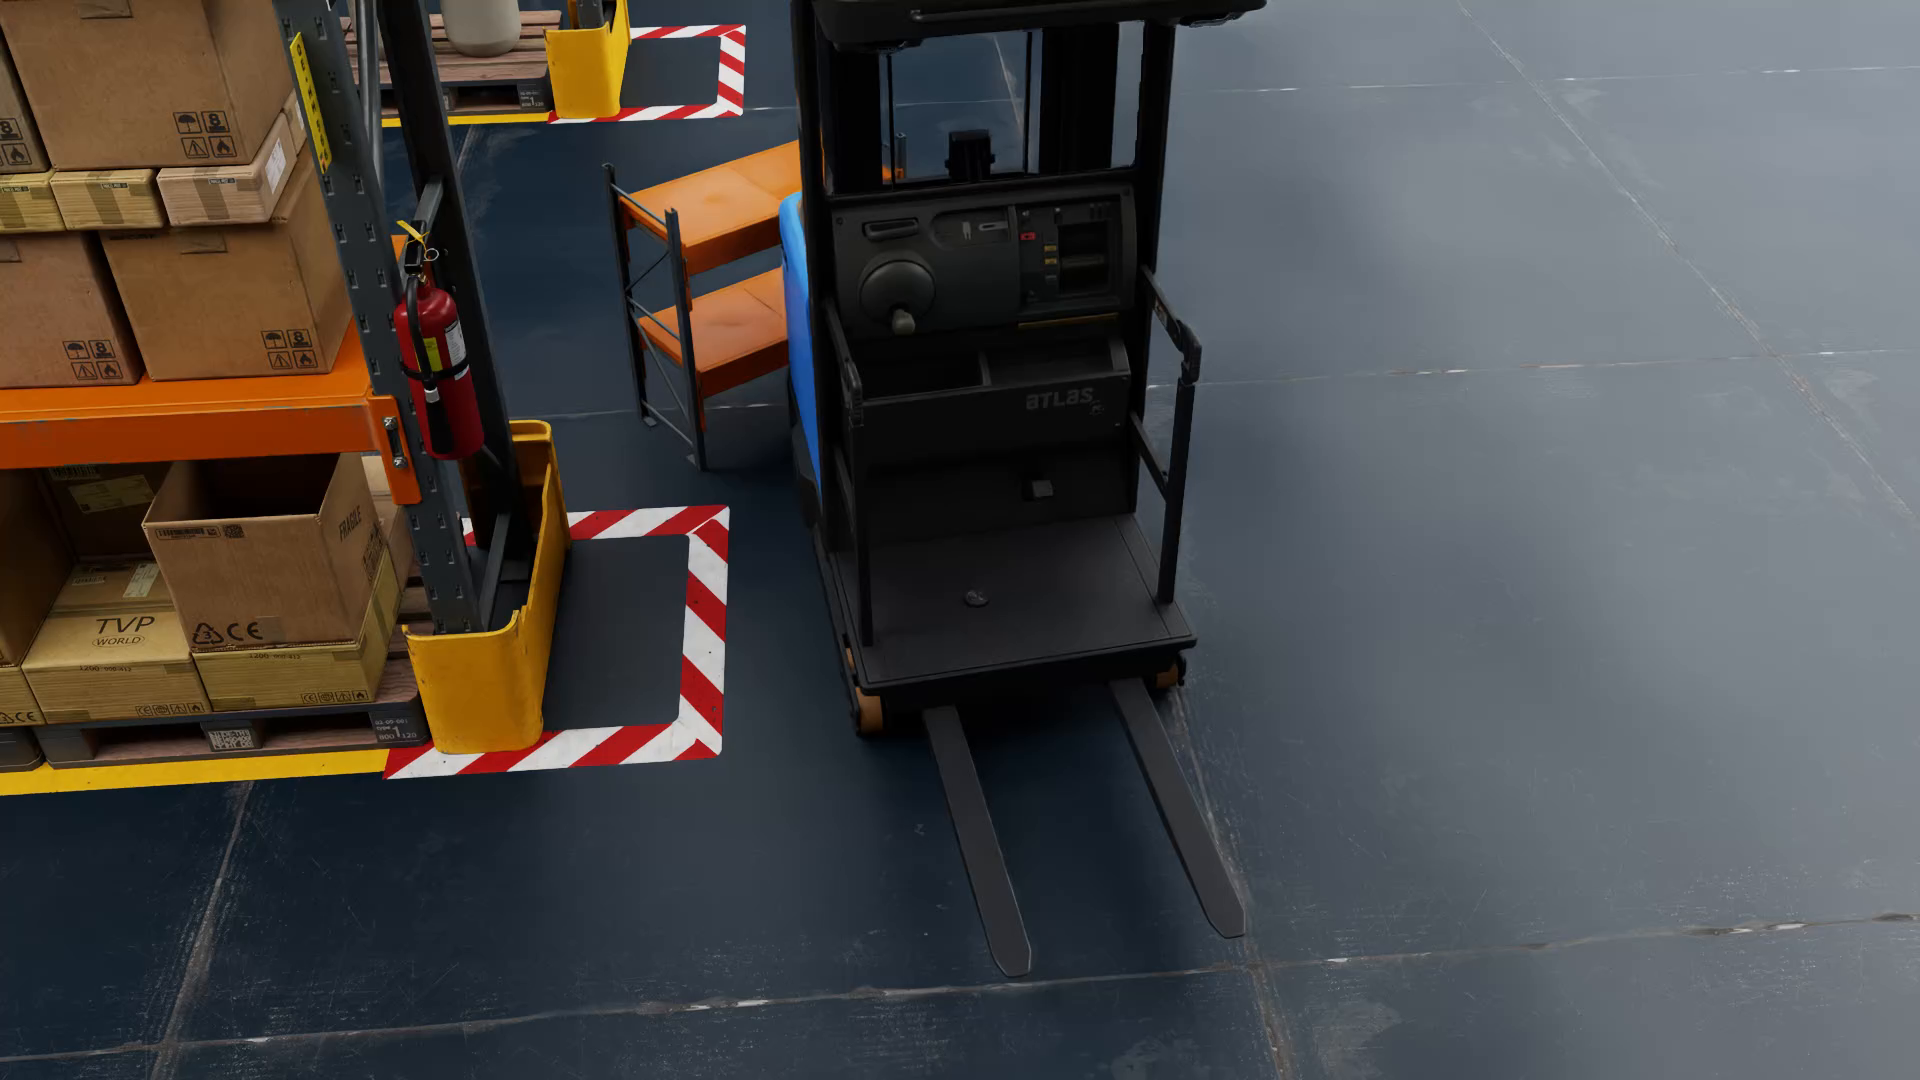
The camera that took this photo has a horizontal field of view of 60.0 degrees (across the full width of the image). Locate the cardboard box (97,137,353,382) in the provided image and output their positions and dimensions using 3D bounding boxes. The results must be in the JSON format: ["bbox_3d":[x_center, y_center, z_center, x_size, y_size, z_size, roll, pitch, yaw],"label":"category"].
[{"bbox_3d":[-2.078,-0.871,4.851,0.500,0.500,0.700,-3,38,-4],"label":"cardboard box"}]

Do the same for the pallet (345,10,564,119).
[{"bbox_3d":[-2.928,-2.736,9.548,1.213,0.211,1.003,-3,38,-4],"label":"pallet"}]

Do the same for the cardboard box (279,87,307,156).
[{"bbox_3d":[-2.022,-1.254,4.814,0.250,0.149,0.380,-3,38,-4],"label":"cardboard box"}]

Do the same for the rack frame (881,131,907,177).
[{"bbox_3d":[-0.376,-1.236,6.909,0.032,1.125,0.500,-26,45,-29],"label":"rack frame"}]

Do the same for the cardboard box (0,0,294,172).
[{"bbox_3d":[-2.130,-1.377,4.446,0.500,0.500,0.700,-3,38,-4],"label":"cardboard box"}]

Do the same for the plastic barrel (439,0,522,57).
[{"bbox_3d":[-2.695,-3.011,9.313,0.421,0.512,0.421,0,38,0],"label":"plastic barrel"}]

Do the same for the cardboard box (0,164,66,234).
[{"bbox_3d":[-2.491,-0.975,4.460,0.250,0.149,0.380,-4,38,-5],"label":"cardboard box"}]

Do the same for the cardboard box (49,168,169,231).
[{"bbox_3d":[-2.236,-0.989,4.478,0.250,0.149,0.380,-2,38,-3],"label":"cardboard box"}]

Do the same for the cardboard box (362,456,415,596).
[{"bbox_3d":[-2.165,-0.042,5.763,0.500,0.250,0.500,-3,38,-4],"label":"cardboard box"}]

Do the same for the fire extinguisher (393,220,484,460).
[{"bbox_3d":[-1.453,-0.539,4.574,0.183,0.674,0.296,-3,38,-4],"label":"fire extinguisher"}]

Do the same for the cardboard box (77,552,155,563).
[{"bbox_3d":[-2.663,-0.013,5.725,0.500,0.250,0.500,-3,38,-4],"label":"cardboard box"}]

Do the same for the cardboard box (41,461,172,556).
[{"bbox_3d":[-2.663,-0.308,5.494,0.500,0.500,0.500,-3,38,-4],"label":"cardboard box"}]

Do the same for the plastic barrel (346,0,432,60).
[{"bbox_3d":[-3.195,-2.983,9.278,0.421,0.512,0.421,0,38,0],"label":"plastic barrel"}]

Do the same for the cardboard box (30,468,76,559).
[{"bbox_3d":[-3.160,-0.273,5.450,0.500,0.500,0.500,-3,38,-4],"label":"cardboard box"}]

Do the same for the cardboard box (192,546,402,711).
[{"bbox_3d":[-2.120,0.277,5.358,0.500,0.250,0.500,-3,38,-4],"label":"cardboard box"}]

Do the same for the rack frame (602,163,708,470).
[{"bbox_3d":[-1.172,-0.844,6.412,0.032,1.125,0.500,-26,45,-29],"label":"rack frame"}]

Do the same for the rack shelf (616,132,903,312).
[{"bbox_3d":[-0.774,-1.270,6.479,1.000,0.278,0.538,-26,45,-29],"label":"rack shelf"}]

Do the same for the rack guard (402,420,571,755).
[{"bbox_3d":[-1.588,0.131,5.681,0.348,0.500,1.175,-3,38,-4],"label":"rack guard"}]

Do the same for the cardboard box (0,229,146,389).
[{"bbox_3d":[-2.600,-0.839,4.811,0.500,0.500,0.700,-2,38,-3],"label":"cardboard box"}]

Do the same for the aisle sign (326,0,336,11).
[{"bbox_3d":[-1.520,-1.692,3.874,0.004,0.787,0.394,-3,38,-4],"label":"aisle sign"}]

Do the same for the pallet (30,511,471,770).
[{"bbox_3d":[-2.370,0.313,5.682,1.213,0.211,1.003,-3,38,-4],"label":"pallet"}]

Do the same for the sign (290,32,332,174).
[{"bbox_3d":[-1.577,-1.061,4.047,0.005,0.325,0.100,-3,38,-4],"label":"sign"}]

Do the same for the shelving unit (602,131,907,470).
[{"bbox_3d":[-0.774,-1.040,6.660,1.048,1.125,0.538,-26,45,-29],"label":"shelving unit"}]

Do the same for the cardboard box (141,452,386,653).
[{"bbox_3d":[-2.119,-0.016,5.124,0.500,0.500,0.500,-3,38,-4],"label":"cardboard box"}]

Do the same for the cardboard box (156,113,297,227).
[{"bbox_3d":[-1.975,-1.005,4.497,0.250,0.149,0.380,-4,38,-5],"label":"cardboard box"}]

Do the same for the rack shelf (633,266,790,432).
[{"bbox_3d":[-0.774,-0.848,6.812,1.000,0.278,0.538,-26,45,-29],"label":"rack shelf"}]

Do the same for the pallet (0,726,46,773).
[{"bbox_3d":[-3.582,0.378,5.600,1.213,0.211,1.003,-3,38,-4],"label":"pallet"}]

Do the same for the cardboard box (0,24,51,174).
[{"bbox_3d":[-2.654,-1.345,4.405,0.500,0.500,0.700,-4,38,-5],"label":"cardboard box"}]

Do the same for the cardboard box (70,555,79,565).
[{"bbox_3d":[-3.161,0.014,5.691,0.500,0.250,0.500,-3,38,-4],"label":"cardboard box"}]

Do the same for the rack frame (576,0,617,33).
[{"bbox_3d":[-2.047,-3.906,8.778,0.127,3.000,1.000,-3,38,-4],"label":"rack frame"}]

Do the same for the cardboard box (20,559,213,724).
[{"bbox_3d":[-2.617,0.312,5.314,0.500,0.250,0.500,-3,38,-4],"label":"cardboard box"}]

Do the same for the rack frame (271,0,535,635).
[{"bbox_3d":[-1.612,-0.849,4.905,0.127,3.000,1.000,-3,38,-4],"label":"rack frame"}]

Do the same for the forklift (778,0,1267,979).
[{"bbox_3d":[0.129,-0.773,4.863,1.130,2.935,3.031,-8,39,-10],"label":"forklift"}]

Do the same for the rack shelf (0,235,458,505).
[{"bbox_3d":[-3.604,-0.457,4.988,4.000,0.370,1.077,-3,38,-4],"label":"rack shelf"}]

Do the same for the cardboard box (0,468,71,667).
[{"bbox_3d":[-3.114,0.048,5.043,0.500,0.500,0.500,-3,38,-4],"label":"cardboard box"}]

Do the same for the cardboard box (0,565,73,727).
[{"bbox_3d":[-3.114,0.340,5.278,0.500,0.250,0.500,-3,38,-4],"label":"cardboard box"}]

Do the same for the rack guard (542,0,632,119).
[{"bbox_3d":[-2.118,-2.891,9.511,0.348,0.500,1.175,-3,38,-4],"label":"rack guard"}]

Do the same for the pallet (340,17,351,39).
[{"bbox_3d":[-4.140,-2.671,9.465,1.213,0.211,1.003,-3,38,-4],"label":"pallet"}]
